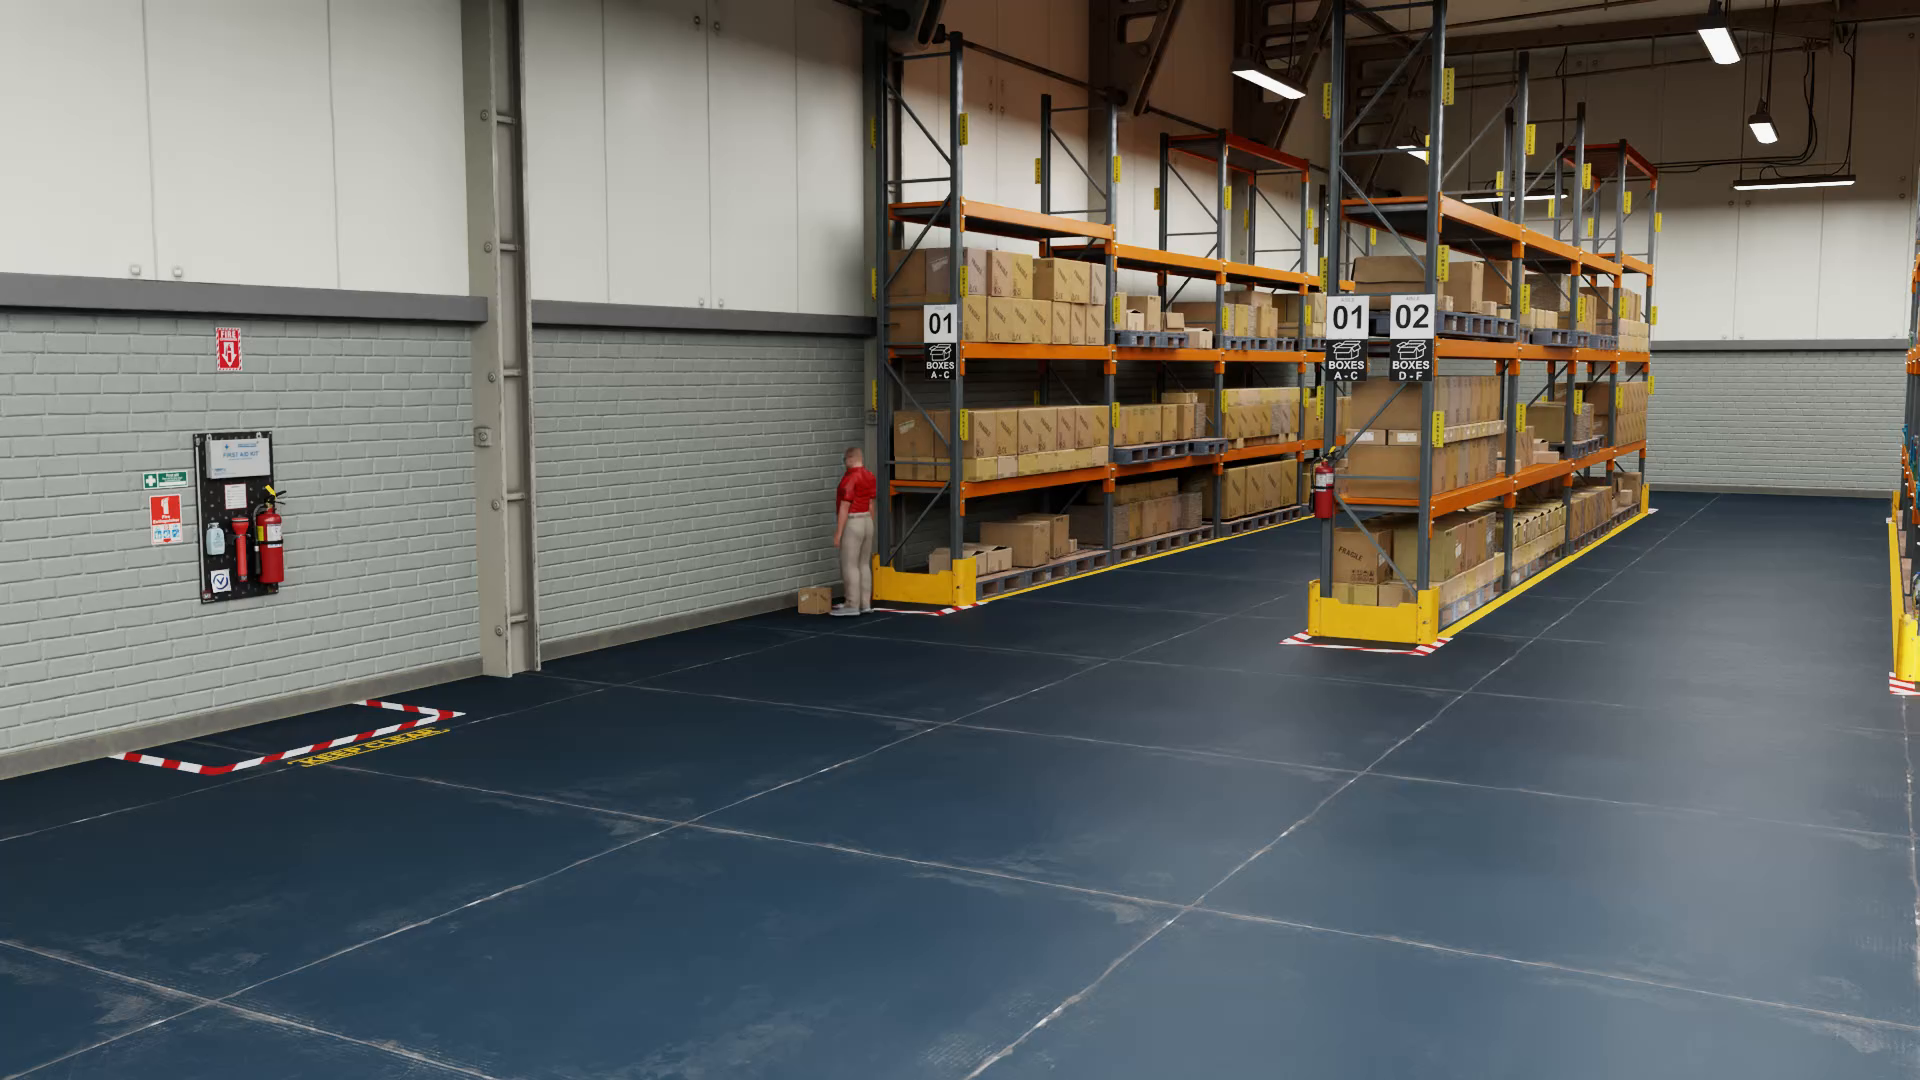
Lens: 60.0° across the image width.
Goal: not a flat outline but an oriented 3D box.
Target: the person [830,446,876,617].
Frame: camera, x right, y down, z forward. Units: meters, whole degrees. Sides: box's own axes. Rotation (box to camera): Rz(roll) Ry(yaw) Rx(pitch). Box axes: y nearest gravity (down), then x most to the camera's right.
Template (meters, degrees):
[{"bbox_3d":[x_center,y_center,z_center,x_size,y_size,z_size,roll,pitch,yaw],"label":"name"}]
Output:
[{"bbox_3d":[-1.116,-0.078,17.006,0.402,1.760,0.546,3,7,29],"label":"person"}]
